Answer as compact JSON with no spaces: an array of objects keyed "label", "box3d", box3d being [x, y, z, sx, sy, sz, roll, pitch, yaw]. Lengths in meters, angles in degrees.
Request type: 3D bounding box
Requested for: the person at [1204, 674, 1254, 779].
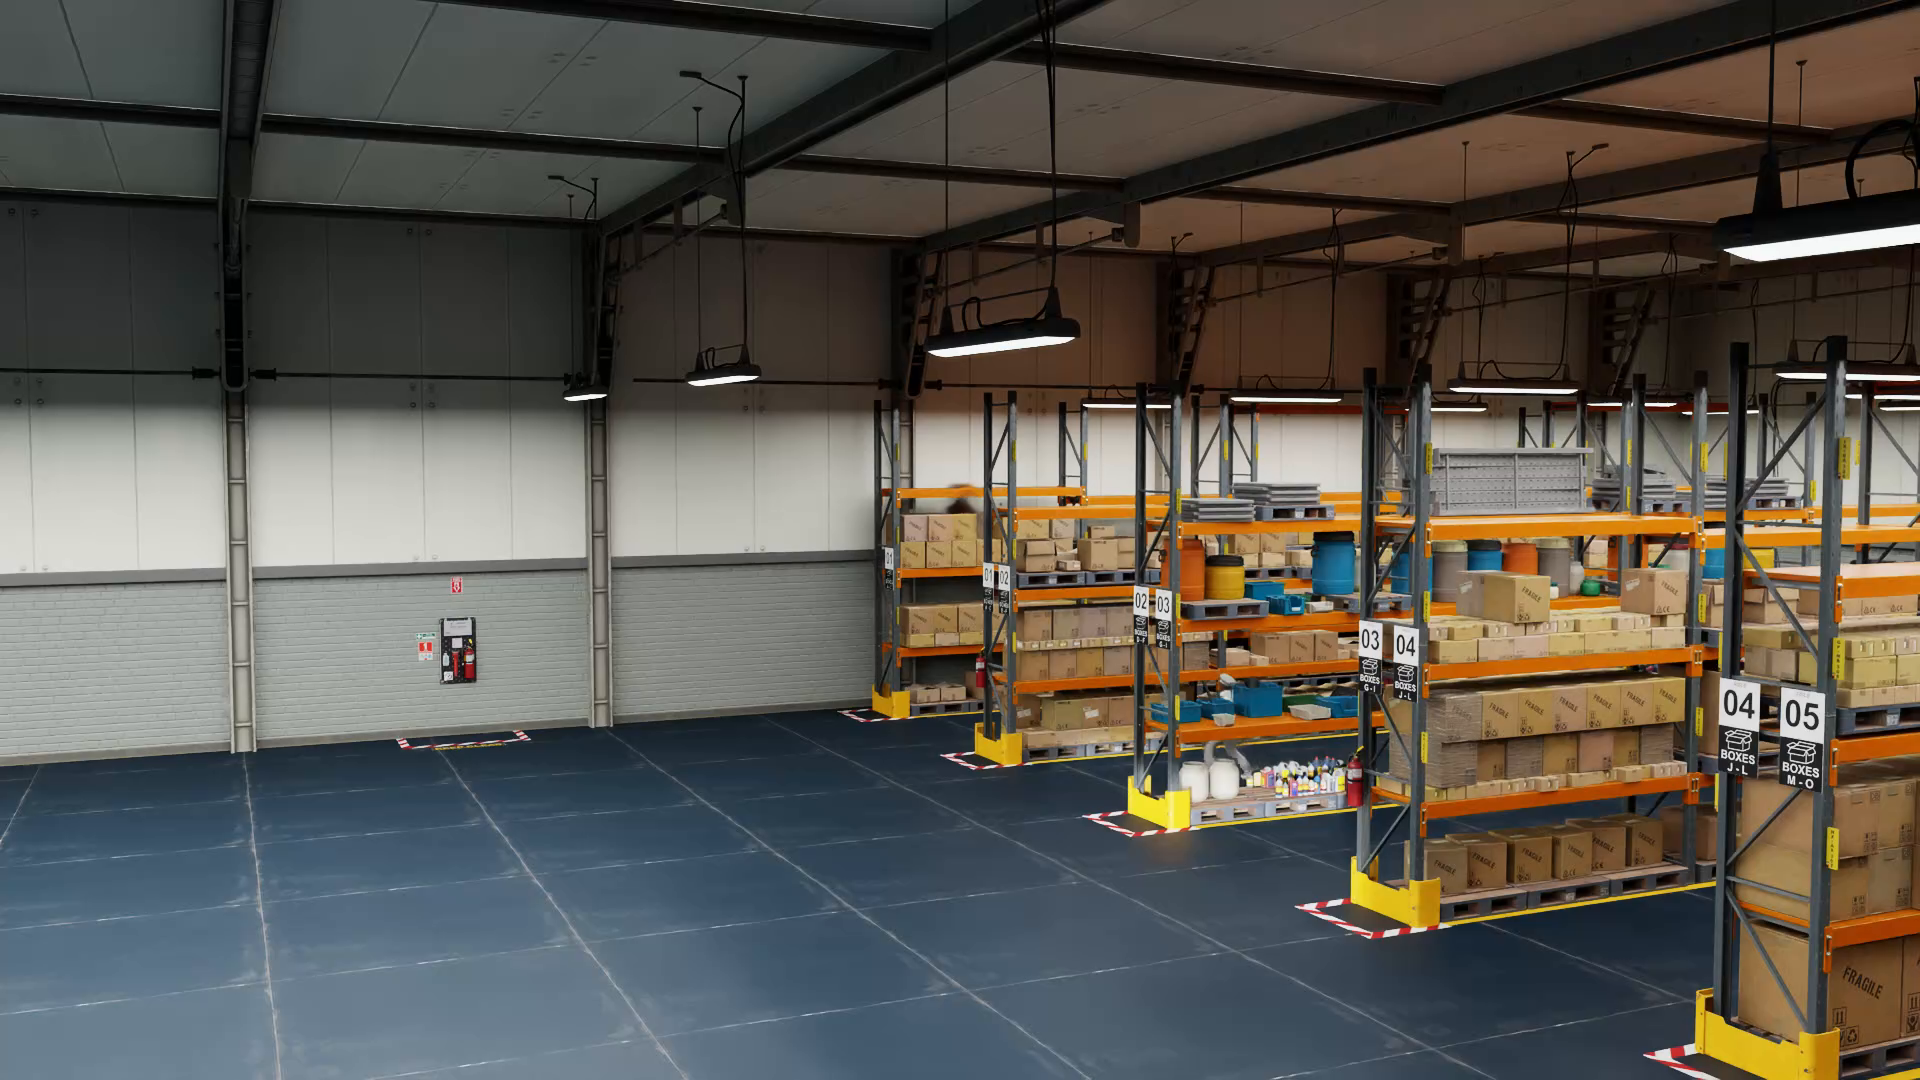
[{"label":"person","box3d":[4.021,2.859,25.347,0.942,1.647,0.417,-1,3,-13]}]
